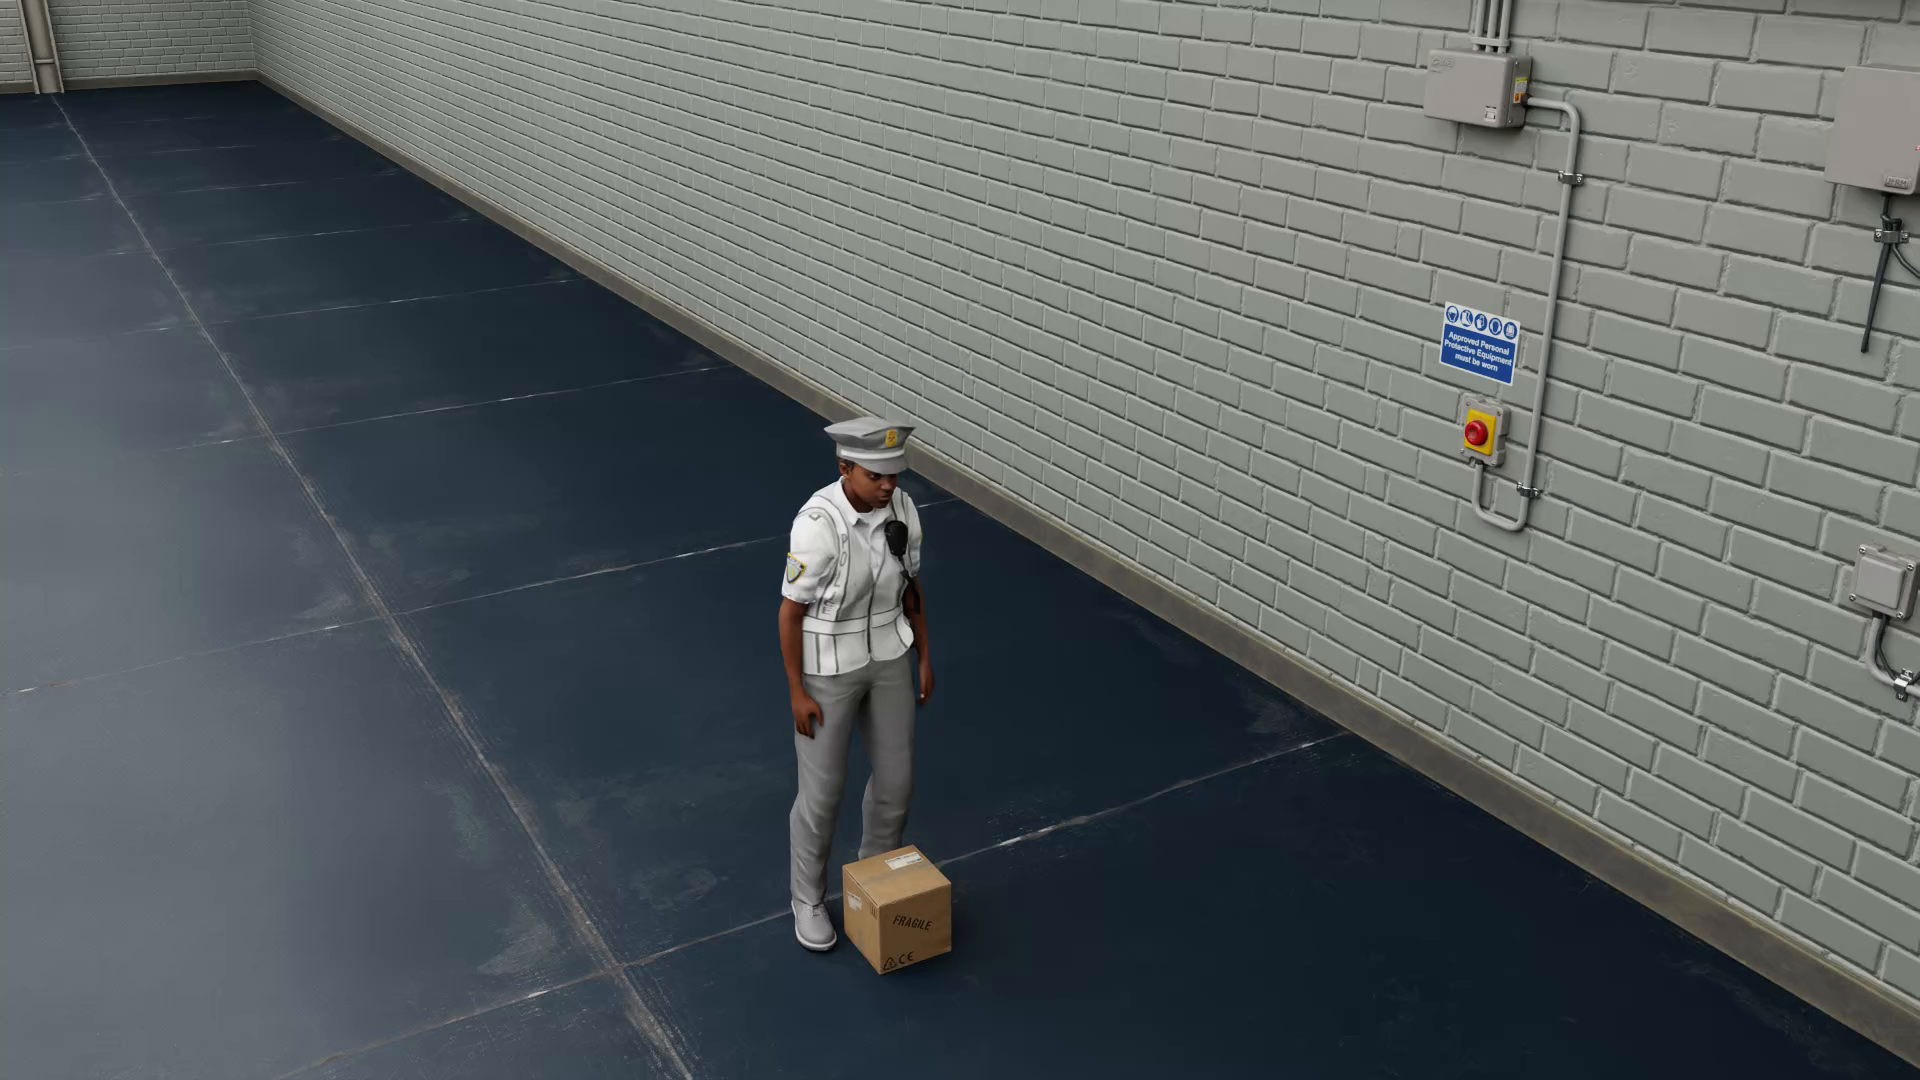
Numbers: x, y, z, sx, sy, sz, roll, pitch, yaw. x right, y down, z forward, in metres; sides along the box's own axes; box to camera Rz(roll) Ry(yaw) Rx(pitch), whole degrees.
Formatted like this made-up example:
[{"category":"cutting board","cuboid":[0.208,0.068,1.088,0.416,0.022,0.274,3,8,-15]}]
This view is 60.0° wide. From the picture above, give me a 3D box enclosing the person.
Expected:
[{"category":"person","cuboid":[-0.320,0.410,5.061,0.531,1.664,0.391,-14,26,-31]}]
